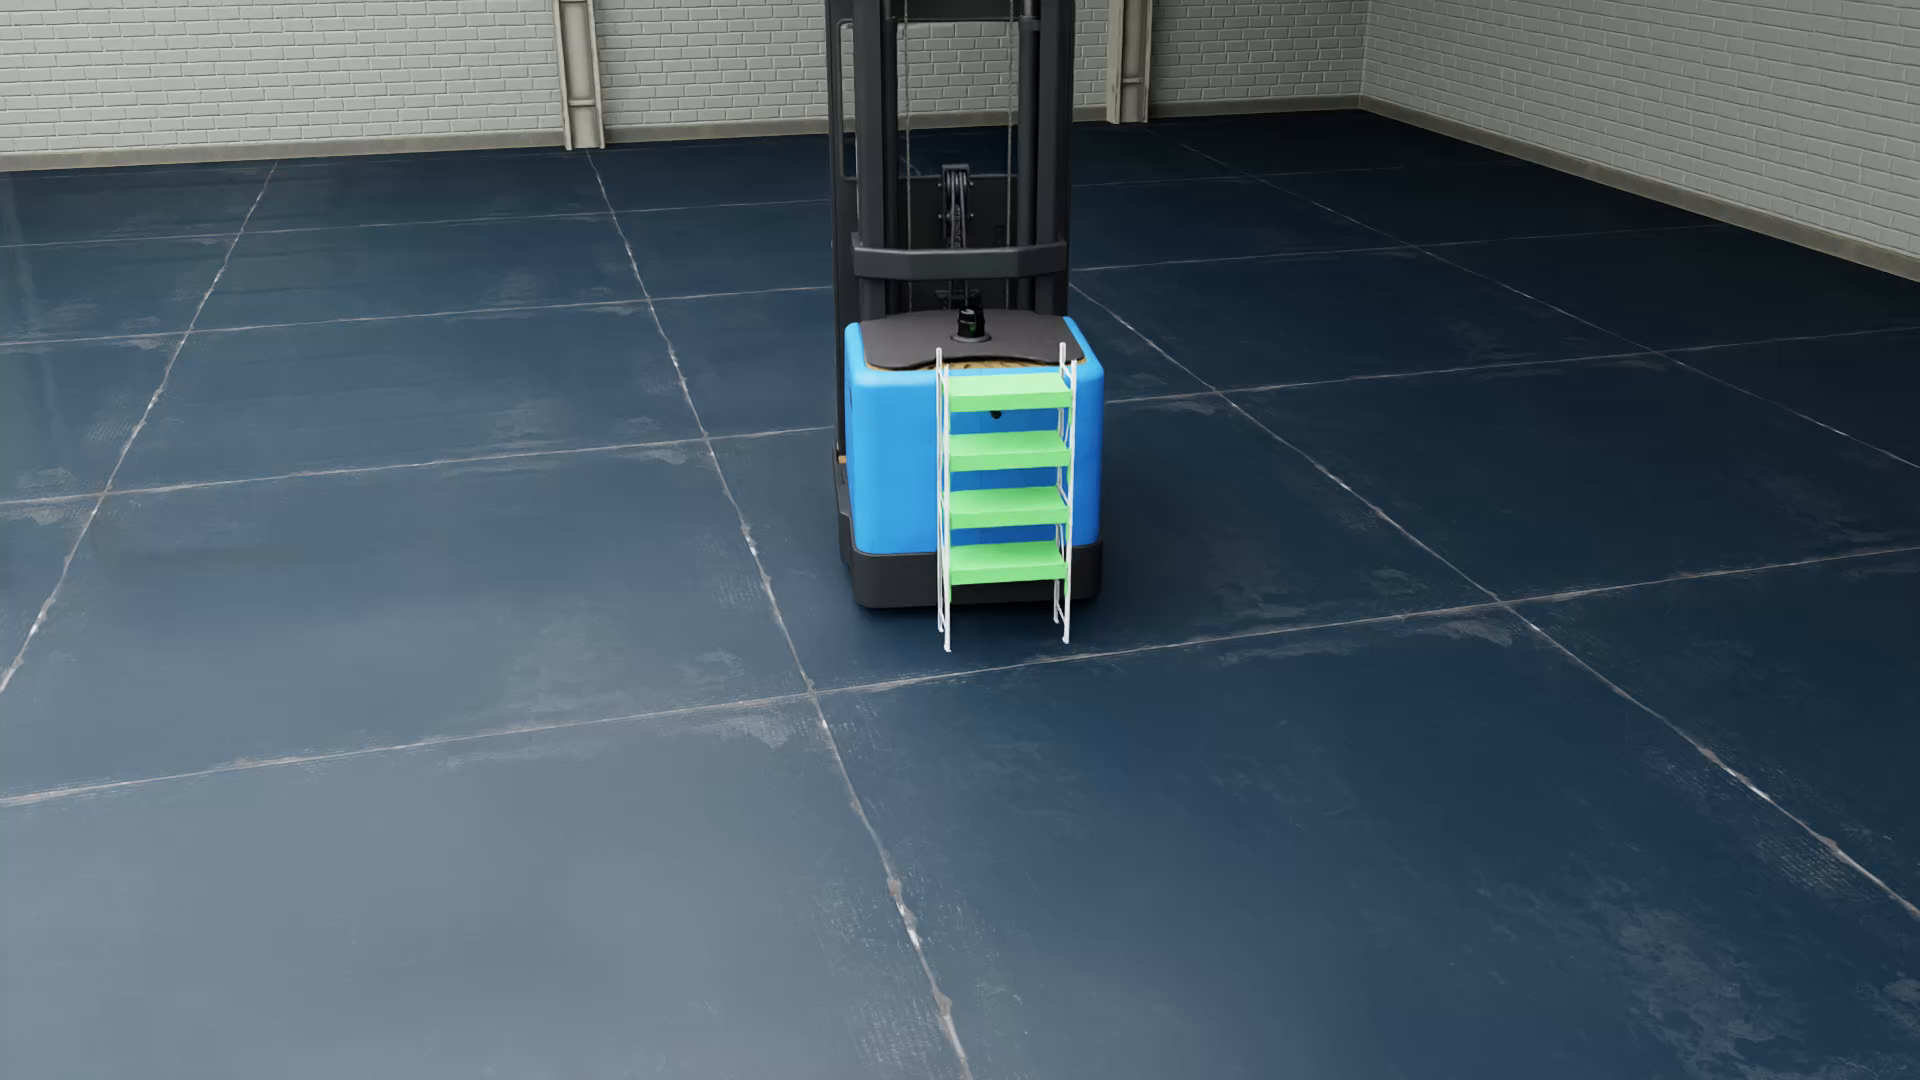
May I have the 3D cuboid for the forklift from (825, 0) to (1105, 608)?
[{"bbox_3d":[-0.069,-1.608,7.781,1.130,2.935,3.031,-2,23,-5],"label":"forklift"}]

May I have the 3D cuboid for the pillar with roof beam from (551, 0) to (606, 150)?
[{"bbox_3d":[-2.733,-6.590,11.695,0.400,9.000,9.100,-6,24,-14],"label":"pillar with roof beam"}]

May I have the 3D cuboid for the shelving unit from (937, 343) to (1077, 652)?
[{"bbox_3d":[0.176,-0.160,6.601,0.503,1.200,0.258,-3,23,-8],"label":"shelving unit"}]

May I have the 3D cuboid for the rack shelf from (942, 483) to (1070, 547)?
[{"bbox_3d":[0.176,-0.101,6.626,0.480,0.148,0.258,-3,23,-8],"label":"rack shelf"}]

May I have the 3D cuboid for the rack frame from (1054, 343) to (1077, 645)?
[{"bbox_3d":[0.417,-0.173,6.633,0.015,1.200,0.240,-3,23,-8],"label":"rack frame"}]

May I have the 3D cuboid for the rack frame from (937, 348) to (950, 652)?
[{"bbox_3d":[-0.066,-0.146,6.569,0.015,1.200,0.240,-3,23,-8],"label":"rack frame"}]

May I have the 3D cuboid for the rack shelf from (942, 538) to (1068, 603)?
[{"bbox_3d":[0.176,0.120,6.720,0.480,0.148,0.258,-3,23,-8],"label":"rack shelf"}]

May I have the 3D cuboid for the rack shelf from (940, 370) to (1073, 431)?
[{"bbox_3d":[0.176,-0.542,6.436,0.480,0.148,0.258,-3,23,-8],"label":"rack shelf"}]

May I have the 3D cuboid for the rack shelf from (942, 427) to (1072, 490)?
[{"bbox_3d":[0.176,-0.322,6.531,0.480,0.148,0.258,-3,23,-8],"label":"rack shelf"}]

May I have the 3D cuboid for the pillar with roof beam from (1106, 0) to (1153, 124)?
[{"bbox_3d":[3.044,-7.229,13.185,0.400,9.000,9.100,-6,24,-14],"label":"pillar with roof beam"}]
